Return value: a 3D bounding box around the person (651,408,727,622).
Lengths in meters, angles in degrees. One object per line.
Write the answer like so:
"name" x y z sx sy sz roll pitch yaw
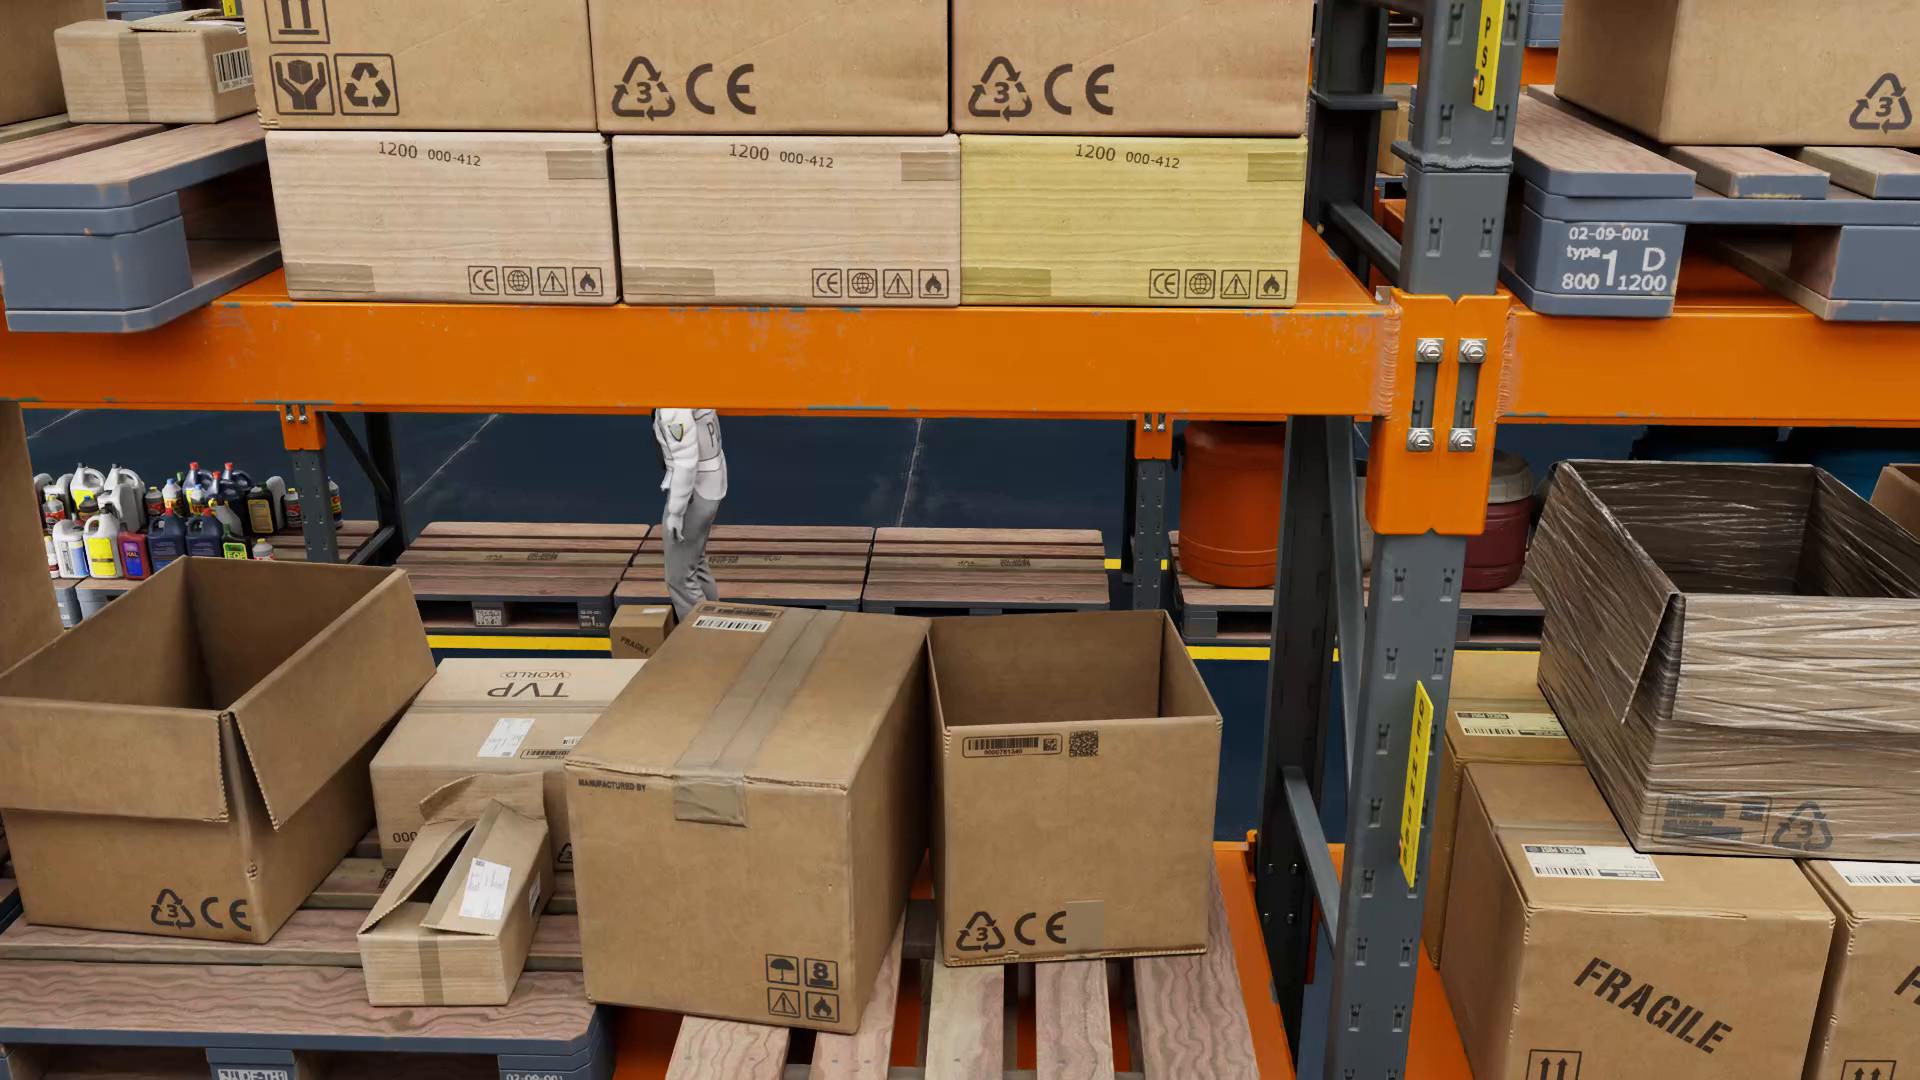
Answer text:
"person" -1.248 -0.190 7.575 0.374 1.662 0.525 0 21 0
